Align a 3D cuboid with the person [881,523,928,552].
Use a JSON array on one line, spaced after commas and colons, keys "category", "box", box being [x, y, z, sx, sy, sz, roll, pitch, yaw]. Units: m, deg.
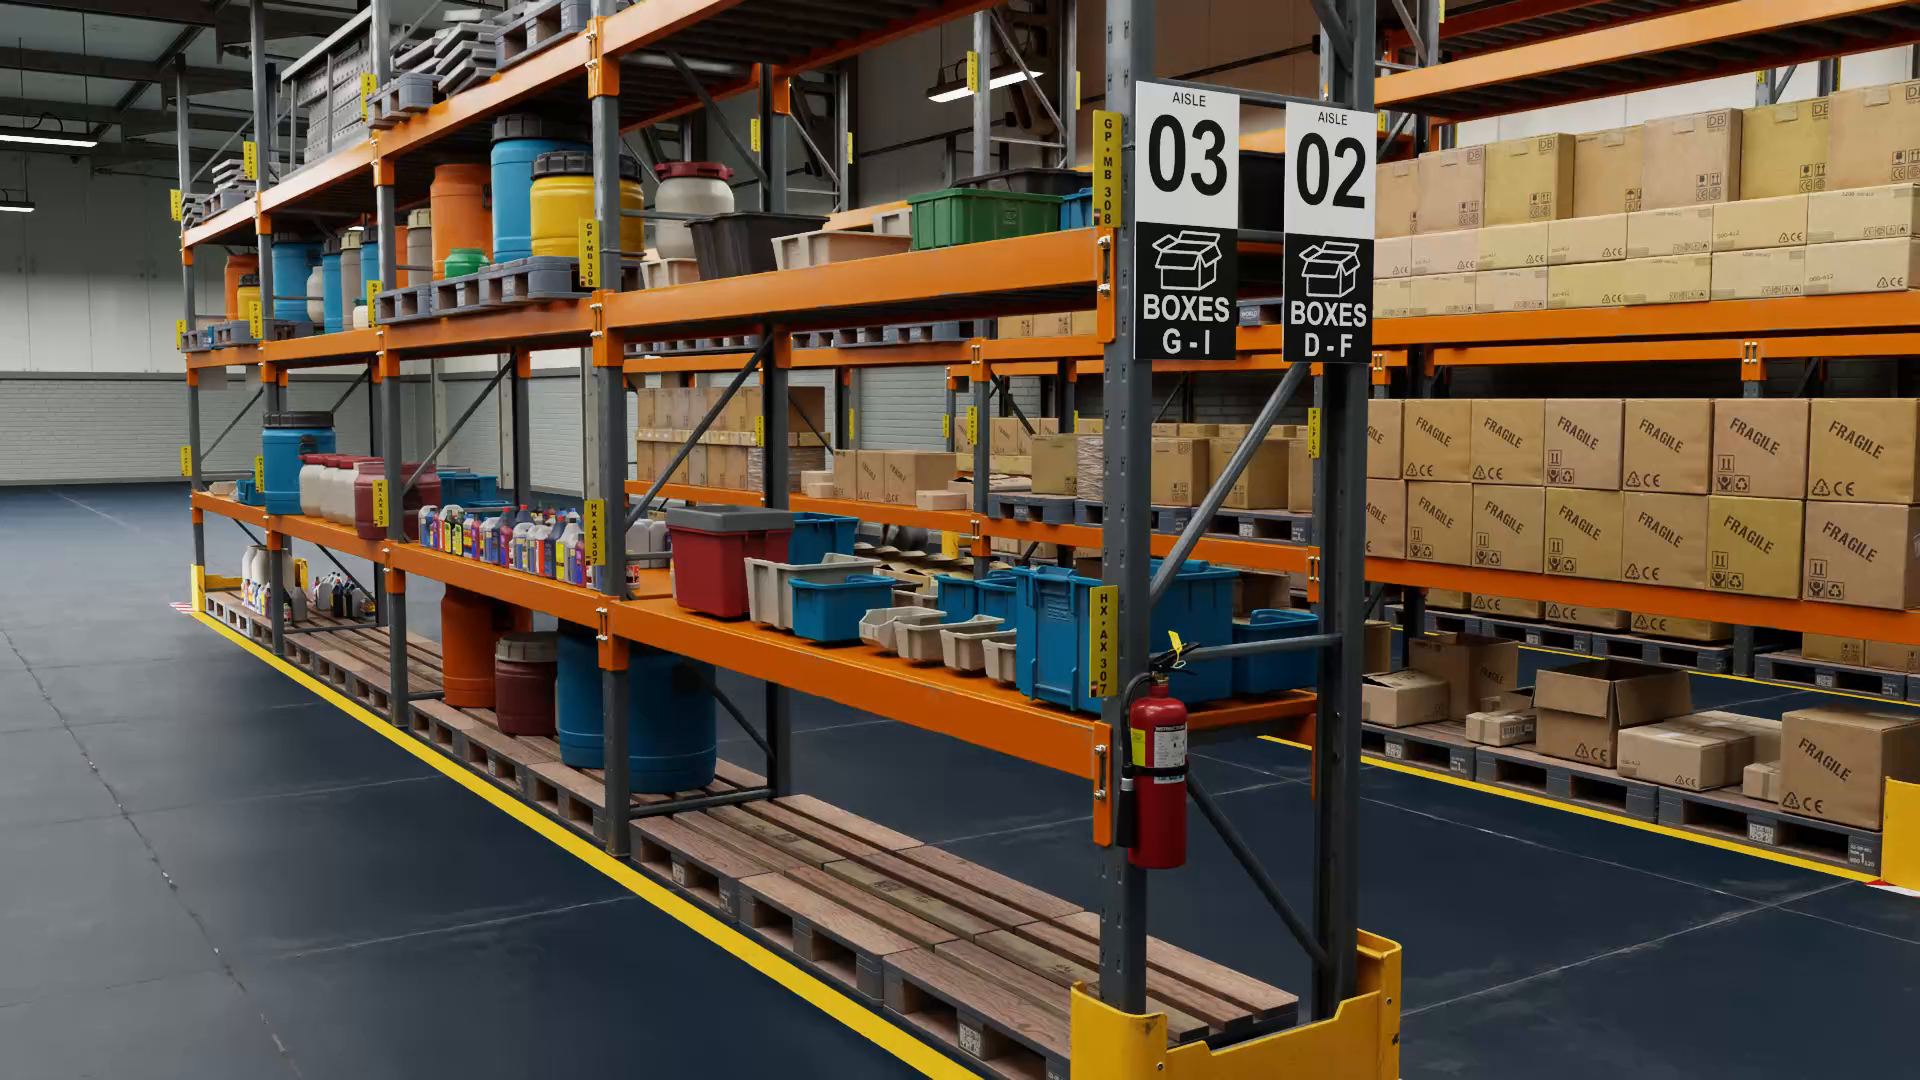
[{"category": "person", "box": [-0.654, -0.034, 19.199, 0.490, 1.465, 0.556, -3, 6, -33]}]
